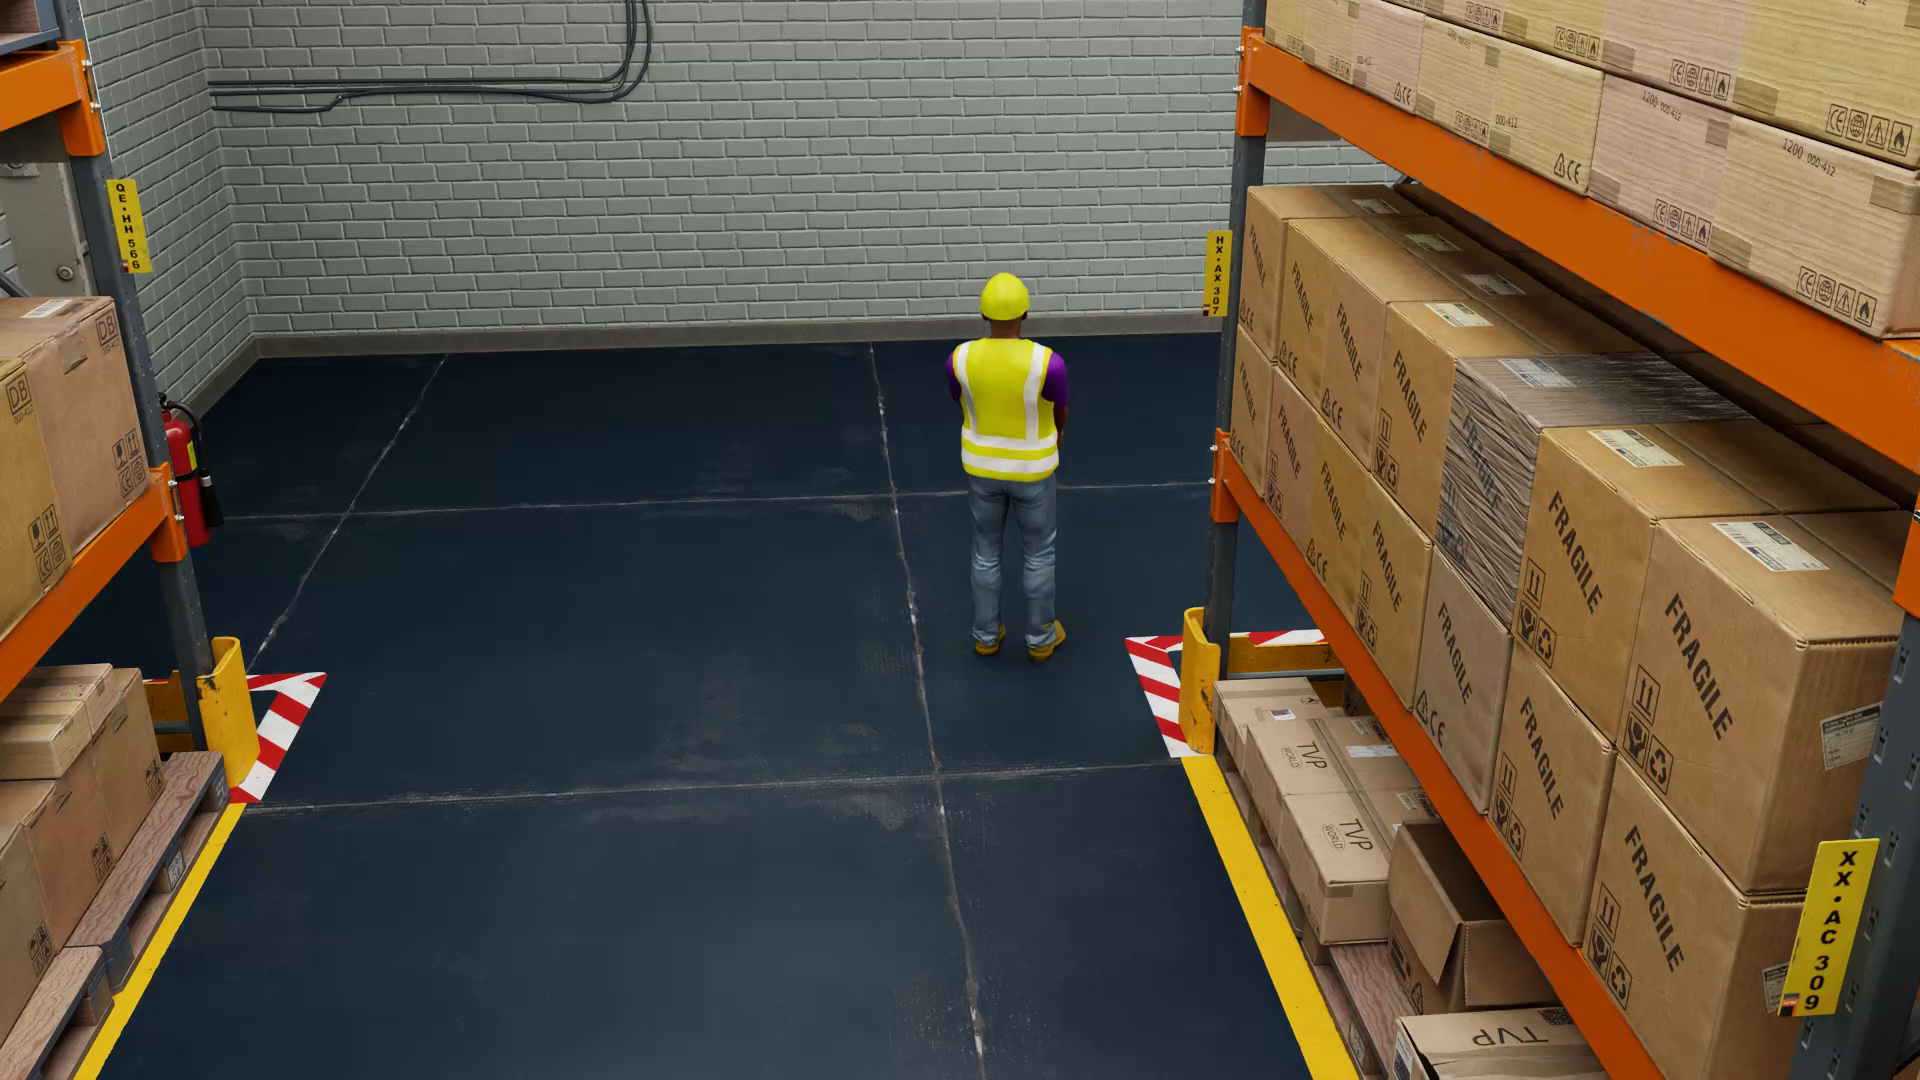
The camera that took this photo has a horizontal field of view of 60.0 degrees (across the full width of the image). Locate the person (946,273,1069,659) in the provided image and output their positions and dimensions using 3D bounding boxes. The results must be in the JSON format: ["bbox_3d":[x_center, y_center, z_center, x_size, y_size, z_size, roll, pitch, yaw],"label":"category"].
[{"bbox_3d":[0.233,-0.349,7.371,0.516,1.766,0.571,6,24,13],"label":"person"}]
